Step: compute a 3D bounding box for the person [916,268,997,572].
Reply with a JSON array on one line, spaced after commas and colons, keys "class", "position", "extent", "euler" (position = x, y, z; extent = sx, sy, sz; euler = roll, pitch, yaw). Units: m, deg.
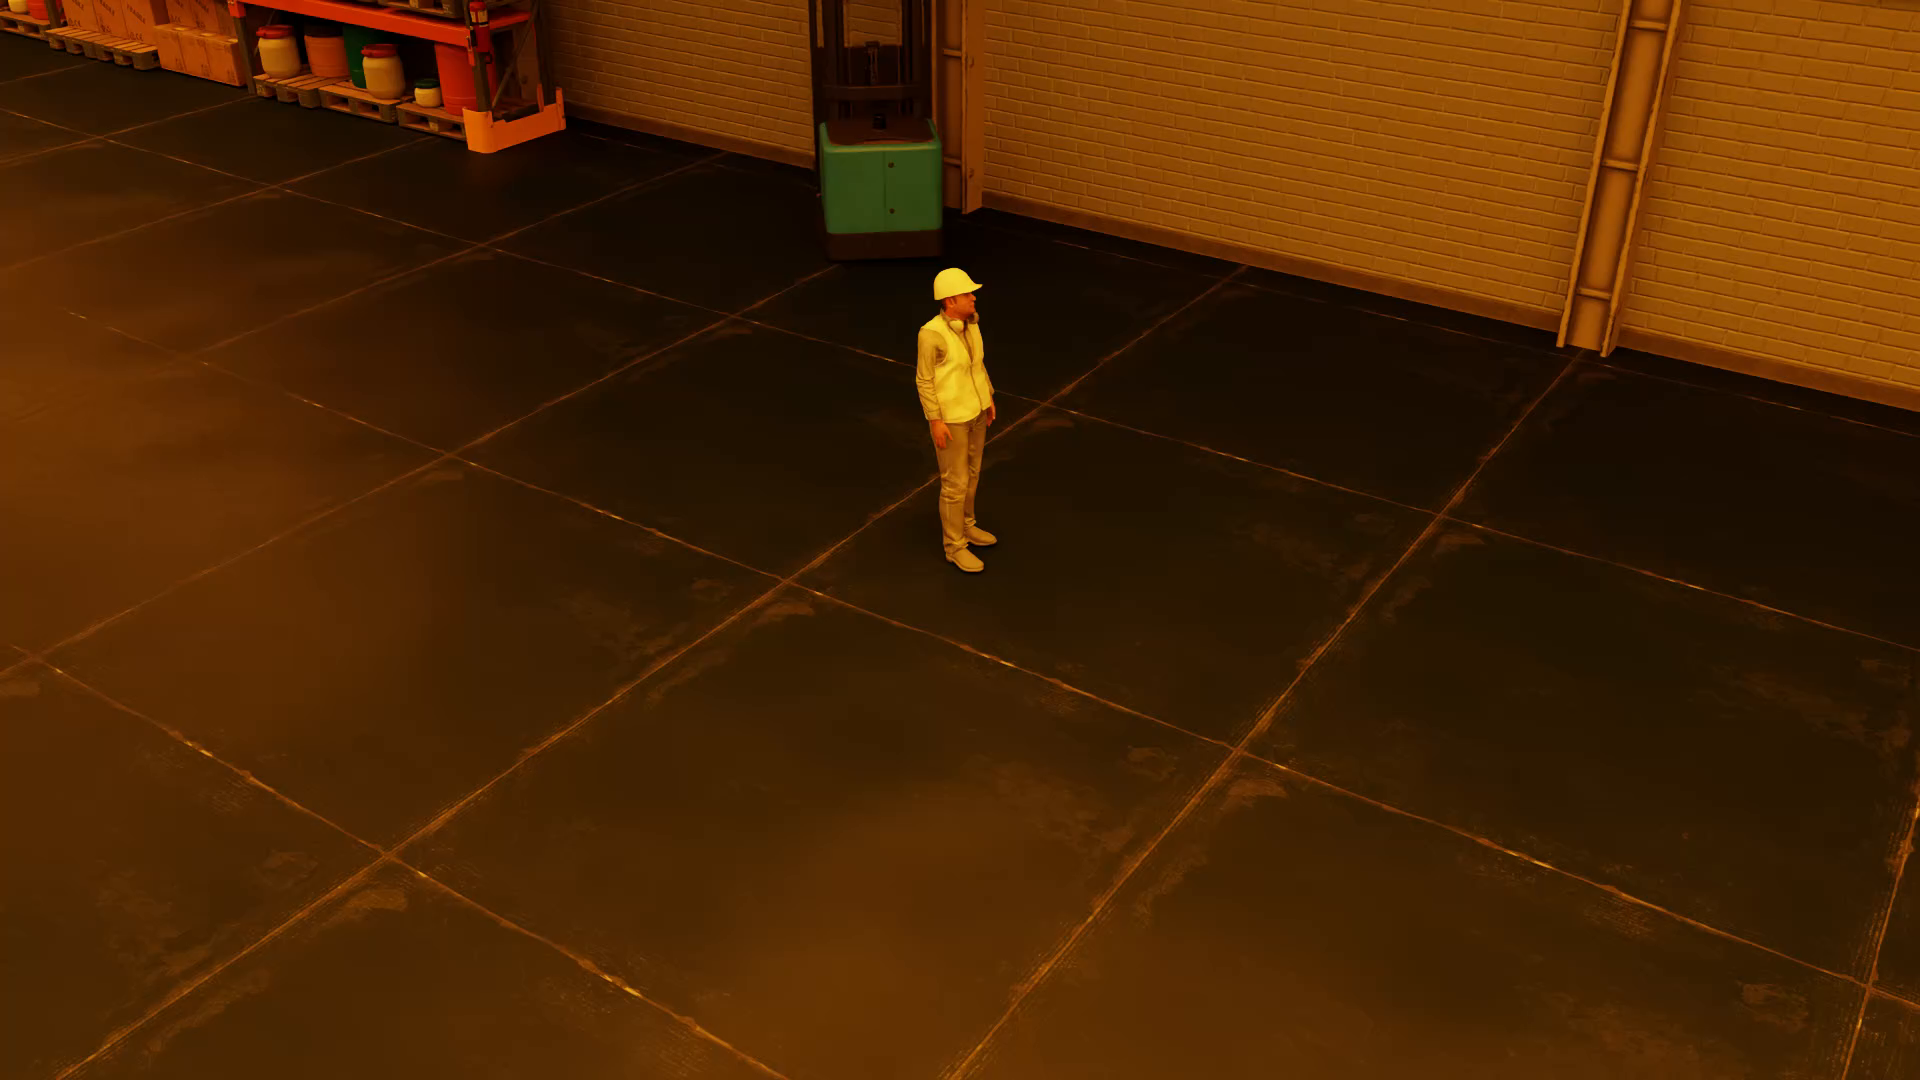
[{"class": "person", "position": [0.047, -0.753, 10.015], "extent": [0.568, 1.773, 0.632], "euler": [19, 35, 29]}]

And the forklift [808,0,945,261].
[{"class": "forklift", "position": [-0.832, -4.435, 15.219], "extent": [1.130, 2.935, 3.031], "euler": [-4, 30, -6]}]
